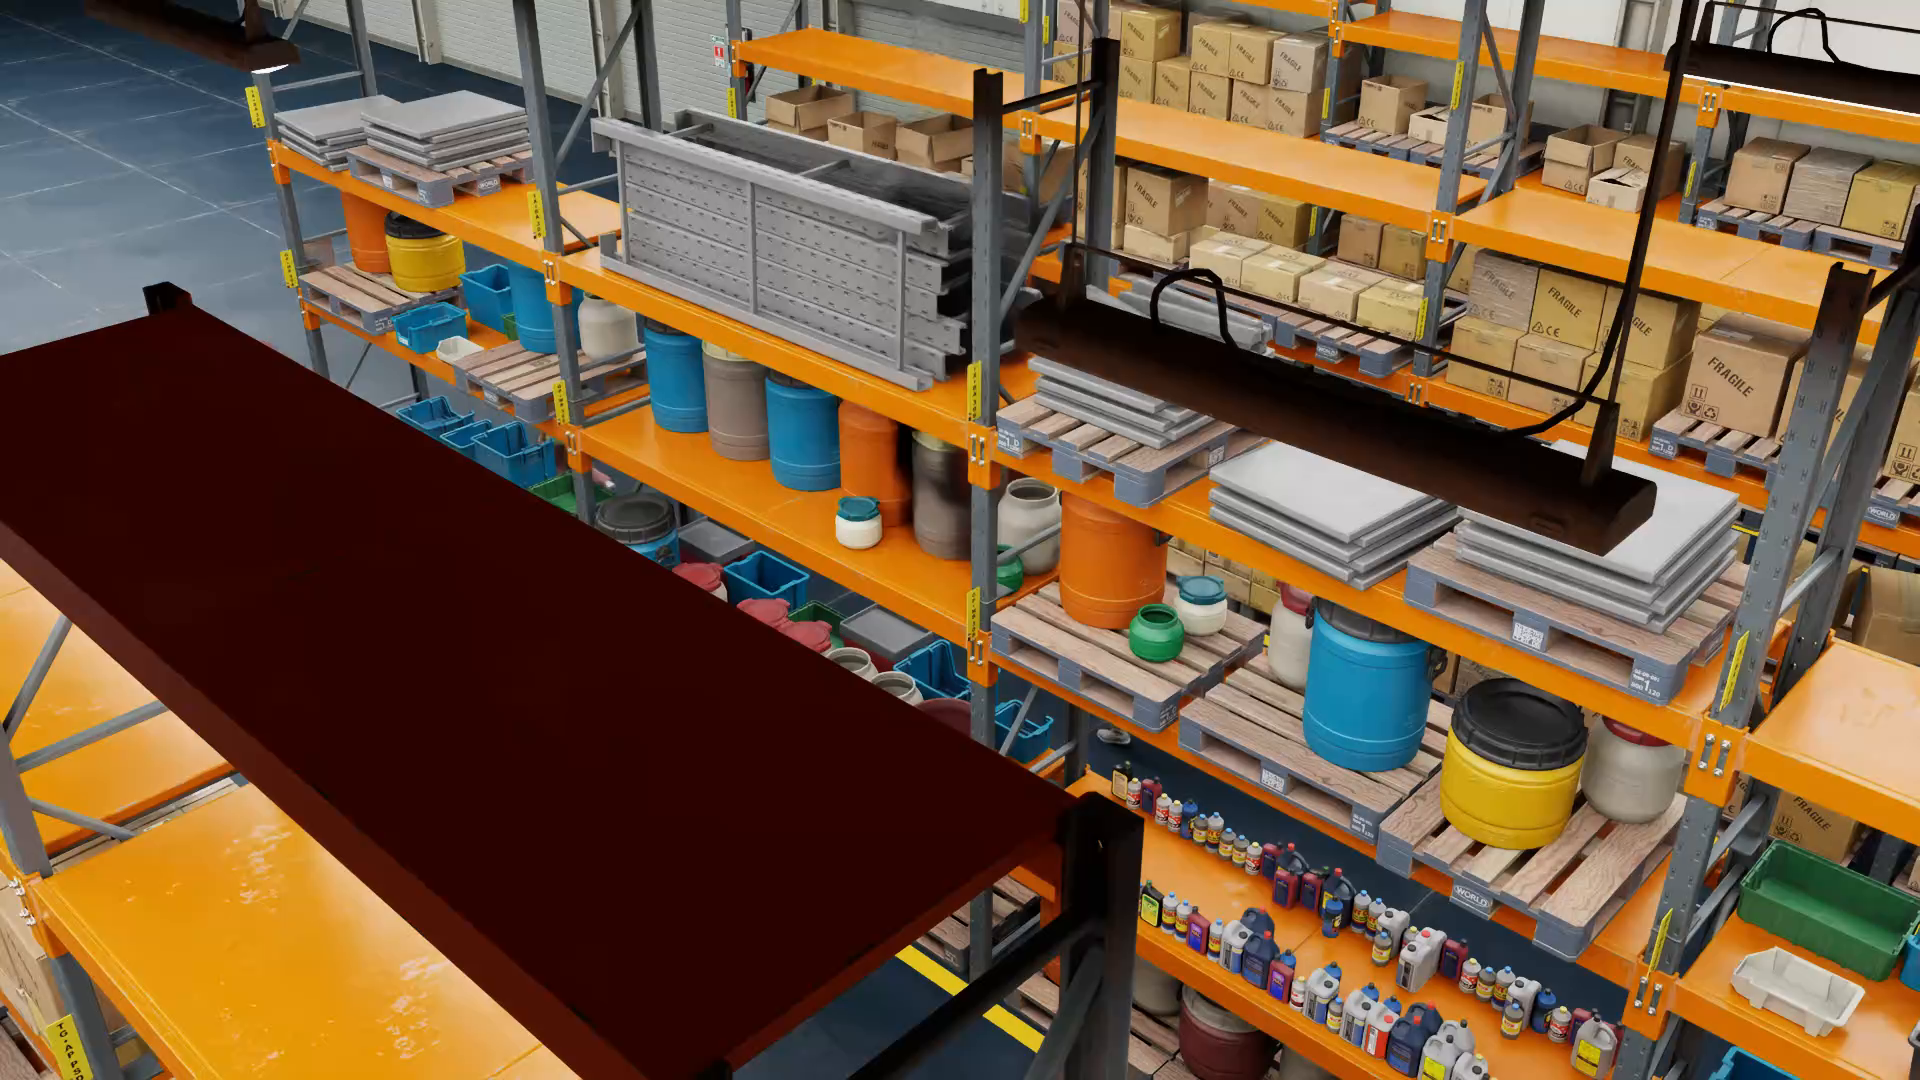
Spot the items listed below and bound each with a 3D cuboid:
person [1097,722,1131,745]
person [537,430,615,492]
[{"bbox_3d":[1.119,0.849,13.031,0.562,1.657,0.599,14,32,24],"label":"person"},{"bbox_3d":[-3.886,-0.980,16.322,0.720,1.635,0.646,14,32,24],"label":"person"}]
